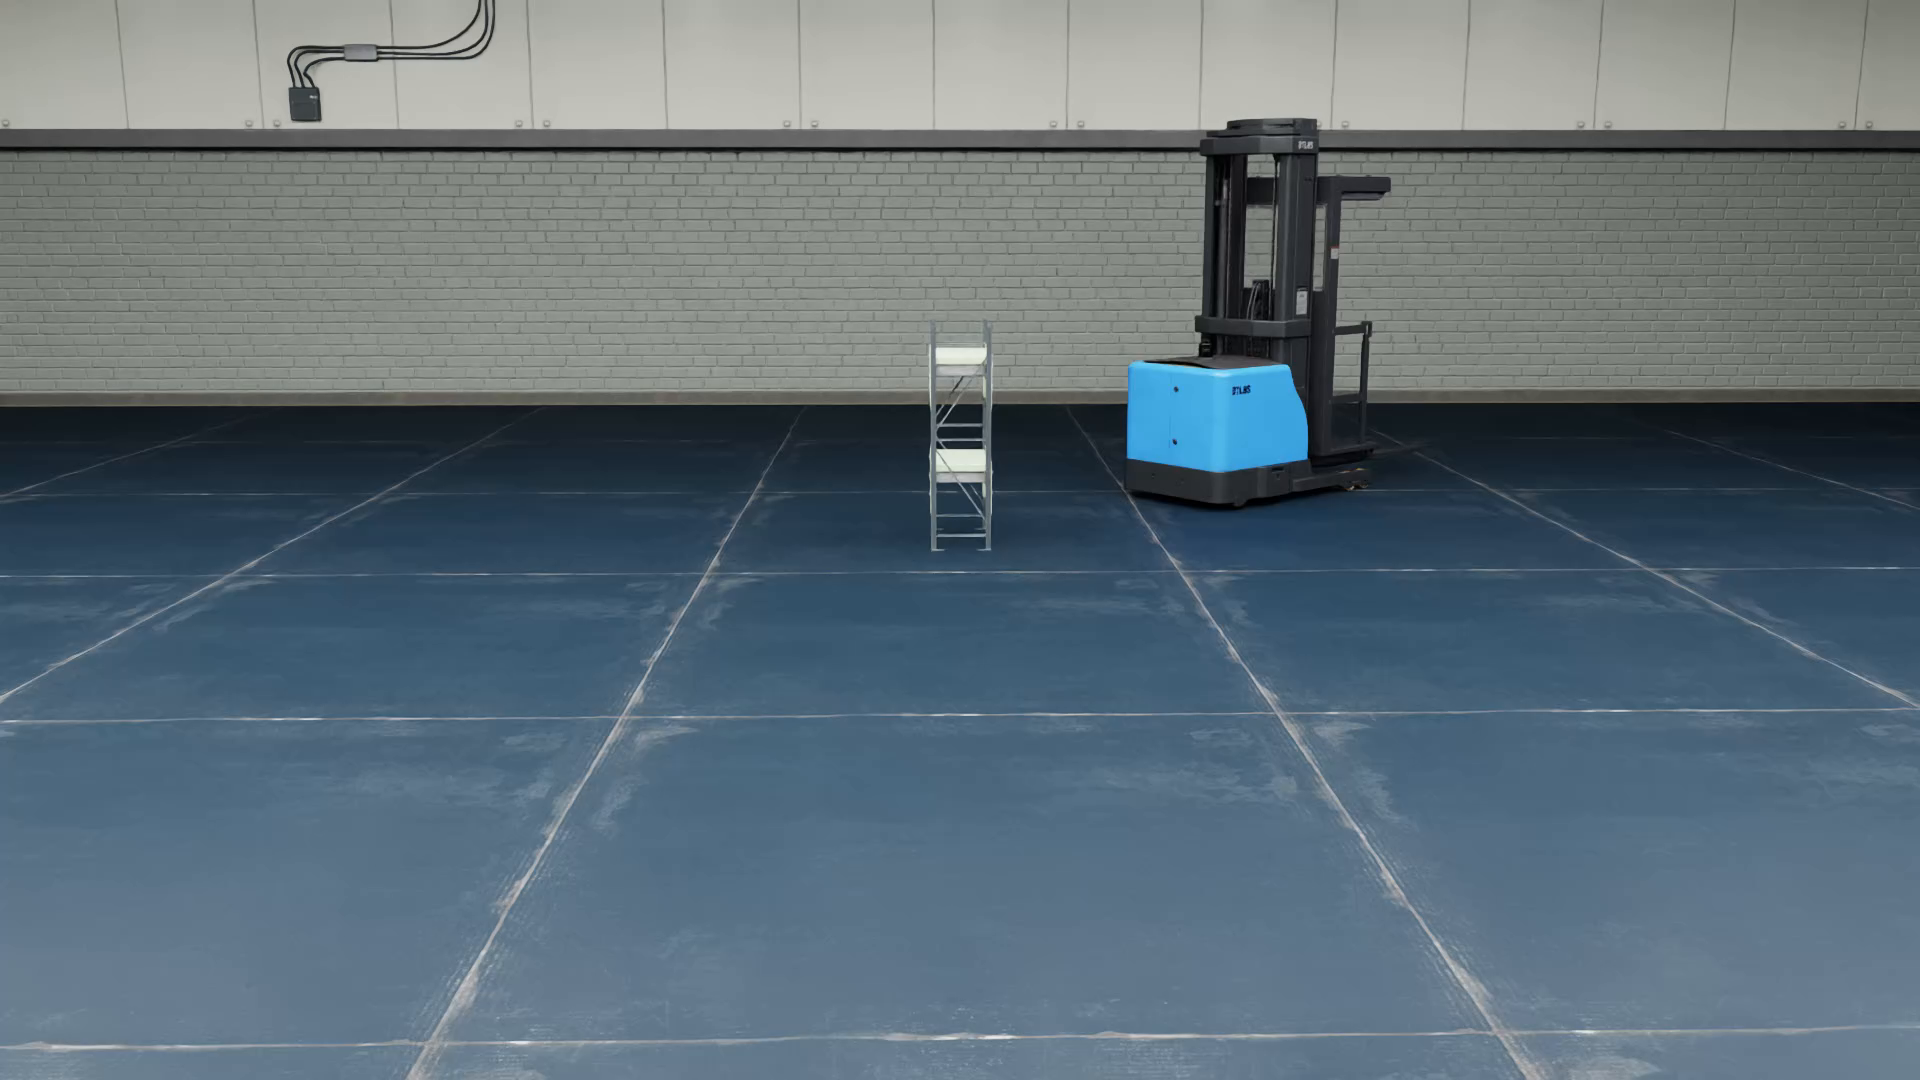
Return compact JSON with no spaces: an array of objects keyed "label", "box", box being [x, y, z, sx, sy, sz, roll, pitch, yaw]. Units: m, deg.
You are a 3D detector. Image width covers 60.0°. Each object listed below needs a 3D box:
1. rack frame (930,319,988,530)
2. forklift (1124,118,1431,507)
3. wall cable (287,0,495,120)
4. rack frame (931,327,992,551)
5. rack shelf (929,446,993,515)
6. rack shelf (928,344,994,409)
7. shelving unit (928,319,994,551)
[{"label":"rack frame","box":[-0.008,-0.809,11.775,0.400,1.500,0.023,0,11,-1]},{"label":"forklift","box":[2.757,-1.906,13.583,3.031,2.935,1.130,-10,15,-40]},{"label":"wall cable","box":[-6.287,-7.622,17.943,2.305,6.003,0.169,0,11,-1]},{"label":"rack frame","box":[0.007,-0.664,11.058,0.400,1.500,0.023,0,11,-1]},{"label":"rack shelf","box":[0.000,-0.417,11.481,0.431,0.370,0.720,0,11,-1]},{"label":"rack shelf","box":[0.000,-1.119,11.339,0.431,0.370,0.720,0,11,-1]},{"label":"shelving unit","box":[0.000,-0.736,11.417,0.431,1.500,0.755,0,11,-1]}]
